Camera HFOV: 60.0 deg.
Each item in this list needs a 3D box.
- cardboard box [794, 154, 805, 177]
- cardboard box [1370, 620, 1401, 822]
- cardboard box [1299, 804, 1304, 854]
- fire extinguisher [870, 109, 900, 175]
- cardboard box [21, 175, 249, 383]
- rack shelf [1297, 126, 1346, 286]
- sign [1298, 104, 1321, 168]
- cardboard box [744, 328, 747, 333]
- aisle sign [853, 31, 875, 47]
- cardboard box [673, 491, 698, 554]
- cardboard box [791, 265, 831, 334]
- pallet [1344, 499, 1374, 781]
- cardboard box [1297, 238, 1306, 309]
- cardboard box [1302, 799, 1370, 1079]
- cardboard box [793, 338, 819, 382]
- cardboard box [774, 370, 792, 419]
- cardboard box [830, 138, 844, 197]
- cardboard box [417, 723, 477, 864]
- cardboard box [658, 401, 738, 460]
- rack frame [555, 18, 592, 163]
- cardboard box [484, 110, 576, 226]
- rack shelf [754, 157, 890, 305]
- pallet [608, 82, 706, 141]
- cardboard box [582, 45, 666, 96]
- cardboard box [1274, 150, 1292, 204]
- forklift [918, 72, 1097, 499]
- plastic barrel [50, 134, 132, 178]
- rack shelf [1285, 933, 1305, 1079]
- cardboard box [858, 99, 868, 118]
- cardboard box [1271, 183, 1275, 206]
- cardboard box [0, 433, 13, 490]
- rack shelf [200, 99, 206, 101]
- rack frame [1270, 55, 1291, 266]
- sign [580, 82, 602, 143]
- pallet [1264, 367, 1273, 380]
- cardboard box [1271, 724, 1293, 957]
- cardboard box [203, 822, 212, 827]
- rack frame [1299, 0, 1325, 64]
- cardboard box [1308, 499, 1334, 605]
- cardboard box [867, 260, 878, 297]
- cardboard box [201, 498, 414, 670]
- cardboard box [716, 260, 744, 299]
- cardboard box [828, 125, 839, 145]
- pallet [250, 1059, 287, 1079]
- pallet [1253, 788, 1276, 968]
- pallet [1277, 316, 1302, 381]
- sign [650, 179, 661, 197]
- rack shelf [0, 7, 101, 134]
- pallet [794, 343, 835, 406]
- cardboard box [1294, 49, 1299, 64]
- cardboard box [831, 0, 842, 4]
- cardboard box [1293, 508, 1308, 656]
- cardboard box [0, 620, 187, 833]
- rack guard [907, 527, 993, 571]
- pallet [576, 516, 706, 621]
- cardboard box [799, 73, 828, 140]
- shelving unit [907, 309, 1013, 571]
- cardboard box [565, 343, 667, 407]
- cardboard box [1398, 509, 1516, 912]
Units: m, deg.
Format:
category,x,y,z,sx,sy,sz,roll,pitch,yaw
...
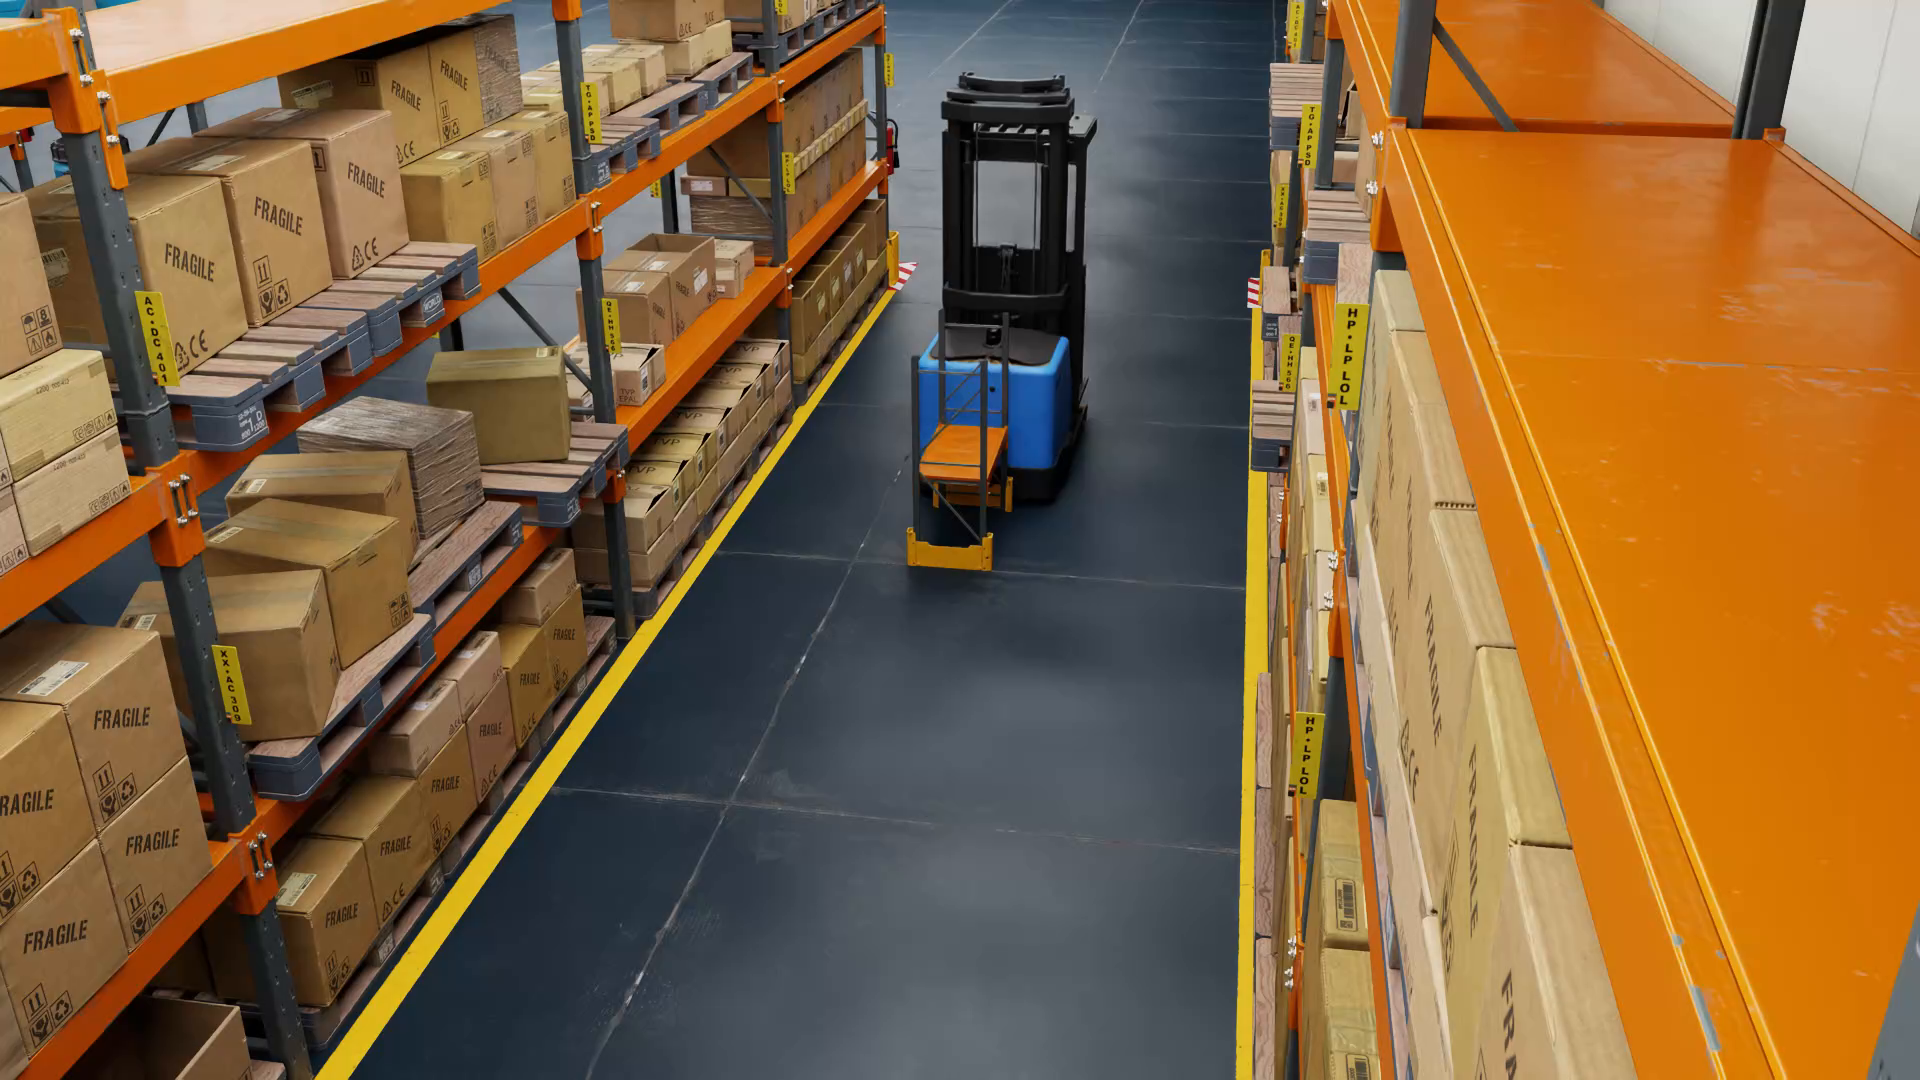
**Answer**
category,x,y,z,sx,sy,sz,roll,pitch,yaw
cardboard box,-1.544,-3.216,14.244,0.380,0.149,0.250,4,25,8
cardboard box,1.131,0.404,3.418,0.500,0.250,0.500,3,25,7
cardboard box,1.472,1.069,6.245,0.380,0.149,0.250,4,25,9
fire extinguisher,-0.771,-4.110,17.129,0.296,0.674,0.183,4,25,9
cardboard box,-3.054,-0.954,6.025,0.600,0.600,0.600,2,25,4
rack shelf,2.659,-2.310,10.501,1.077,0.370,4.000,4,25,9
sign,1.797,-2.072,8.534,0.100,0.325,0.005,4,25,9
cardboard box,-1.949,-2.157,14.728,0.500,0.500,0.500,4,25,9
aisle sign,-0.948,-5.313,16.540,0.394,0.787,0.004,4,25,9
cardboard box,-2.099,-0.136,11.295,0.500,0.250,0.500,3,25,7
cardboard box,-1.443,-2.122,14.652,0.500,0.500,0.500,4,25,9
pallet,1.534,0.255,4.277,1.003,0.211,1.213,4,25,9
cardboard box,2.770,-1.914,11.709,0.700,0.500,0.500,7,26,14
cardboard box,1.573,1.322,5.078,0.980,0.700,0.700,4,25,9
cardboard box,-1.527,-1.573,14.365,0.500,0.250,0.500,4,25,9
cardboard box,-1.684,-1.207,13.582,0.500,0.250,0.500,4,25,8
cardboard box,-1.505,-3.552,15.726,0.700,0.500,0.500,4,25,9
cardboard box,-2.725,1.206,8.110,0.500,0.500,0.500,4,25,9
cardboard box,-1.934,-0.828,12.112,0.500,0.311,0.500,4,25,8
rack frame,-2.556,-3.499,8.656,1.000,3.000,0.127,4,25,9
cardboard box,-2.594,-2.001,8.876,0.910,0.500,0.500,4,25,9
rack shelf,-1.575,-2.966,15.441,1.077,0.370,4.000,4,25,9
pallet,-2.353,-2.813,10.951,1.003,0.211,1.213,5,26,11
cardboard box,-2.275,-3.141,11.109,0.500,0.250,0.500,2,25,4
cardboard box,2.927,-3.033,14.004,0.500,0.500,0.500,3,25,7
forklift,0.454,-2.226,13.093,1.130,2.935,3.031,5,25,10
plastic barrel,-7.150,-2.887,13.831,0.600,0.901,0.708,4,25,9
rack shelf,1.351,2.395,3.989,1.077,0.370,4.000,4,25,9
cardboard box,-1.123,-4.294,16.547,0.380,0.149,0.250,4,25,8
cardboard box,3.086,-3.115,15.064,0.500,0.250,0.500,4,25,8
cardboard box,-3.106,-0.195,4.722,0.500,0.250,0.500,4,25,9
rack shelf,-6.461,-4.669,15.542,1.077,0.370,4.000,4,25,9
rack frame,3.639,-3.787,16.346,1.000,3.000,0.127,4,25,9
sign,-2.021,-2.337,9.100,0.100,0.325,0.005,4,25,9
pallet,3.061,-1.134,13.968,1.003,0.211,1.213,4,25,9
cardboard box,1.799,1.363,7.385,0.750,0.750,0.750,5,26,10
cardboard box,-3.323,1.391,7.714,0.500,0.500,0.500,4,25,9
rack frame,2.986,-4.831,11.500,1.000,3.000,0.127,4,25,9
cardboard box,1.679,0.064,6.742,0.500,0.250,0.500,5,25,10
cardboard box,-1.114,-2.618,16.598,0.500,0.250,0.500,4,25,9
cardboard box,-2.862,0.180,7.257,0.700,0.500,0.500,8,26,17
cardboard box,-1.865,-2.014,12.717,0.396,0.266,0.258,3,25,7
cardboard box,-1.333,-3.753,15.390,0.380,0.149,0.250,5,25,10
pallet,-3.323,2.441,6.331,1.003,0.211,1.213,4,25,9
pallet,1.927,1.655,8.008,1.003,0.211,1.213,4,25,9
pallet,2.615,-1.185,11.013,1.003,0.211,1.213,4,25,9
sign,-2.450,-2.921,13.382,0.100,0.325,0.005,4,25,9
rack shelf,-3.536,-0.663,3.448,1.077,0.370,4.000,4,25,9
pallet,-1.731,-1.522,14.797,1.003,0.211,1.213,4,25,9
cardboard box,2.920,-3.966,13.048,0.500,0.500,0.500,2,25,4
cardboard box,-1.267,-4.968,14.775,0.500,0.311,0.500,7,26,15
cardboard box,1.746,0.200,7.337,0.500,0.500,0.500,5,25,10
cardboard box,-3.037,0.622,5.630,0.500,0.500,0.500,4,25,9
rack guard,-0.069,0.063,11.364,0.587,0.250,0.087,4,25,9
pallet,-2.383,0.139,11.248,1.003,0.211,1.213,4,25,9
cardboard box,-1.590,-3.904,14.948,0.700,0.500,0.500,4,25,9
shelving unit,0.012,-0.711,11.544,0.587,1.500,1.083,4,25,9
cardboard box,-2.219,-1.103,10.717,0.500,0.311,0.500,4,25,8
cardboard box,1.044,0.287,2.783,0.500,0.500,0.500,3,25,6
